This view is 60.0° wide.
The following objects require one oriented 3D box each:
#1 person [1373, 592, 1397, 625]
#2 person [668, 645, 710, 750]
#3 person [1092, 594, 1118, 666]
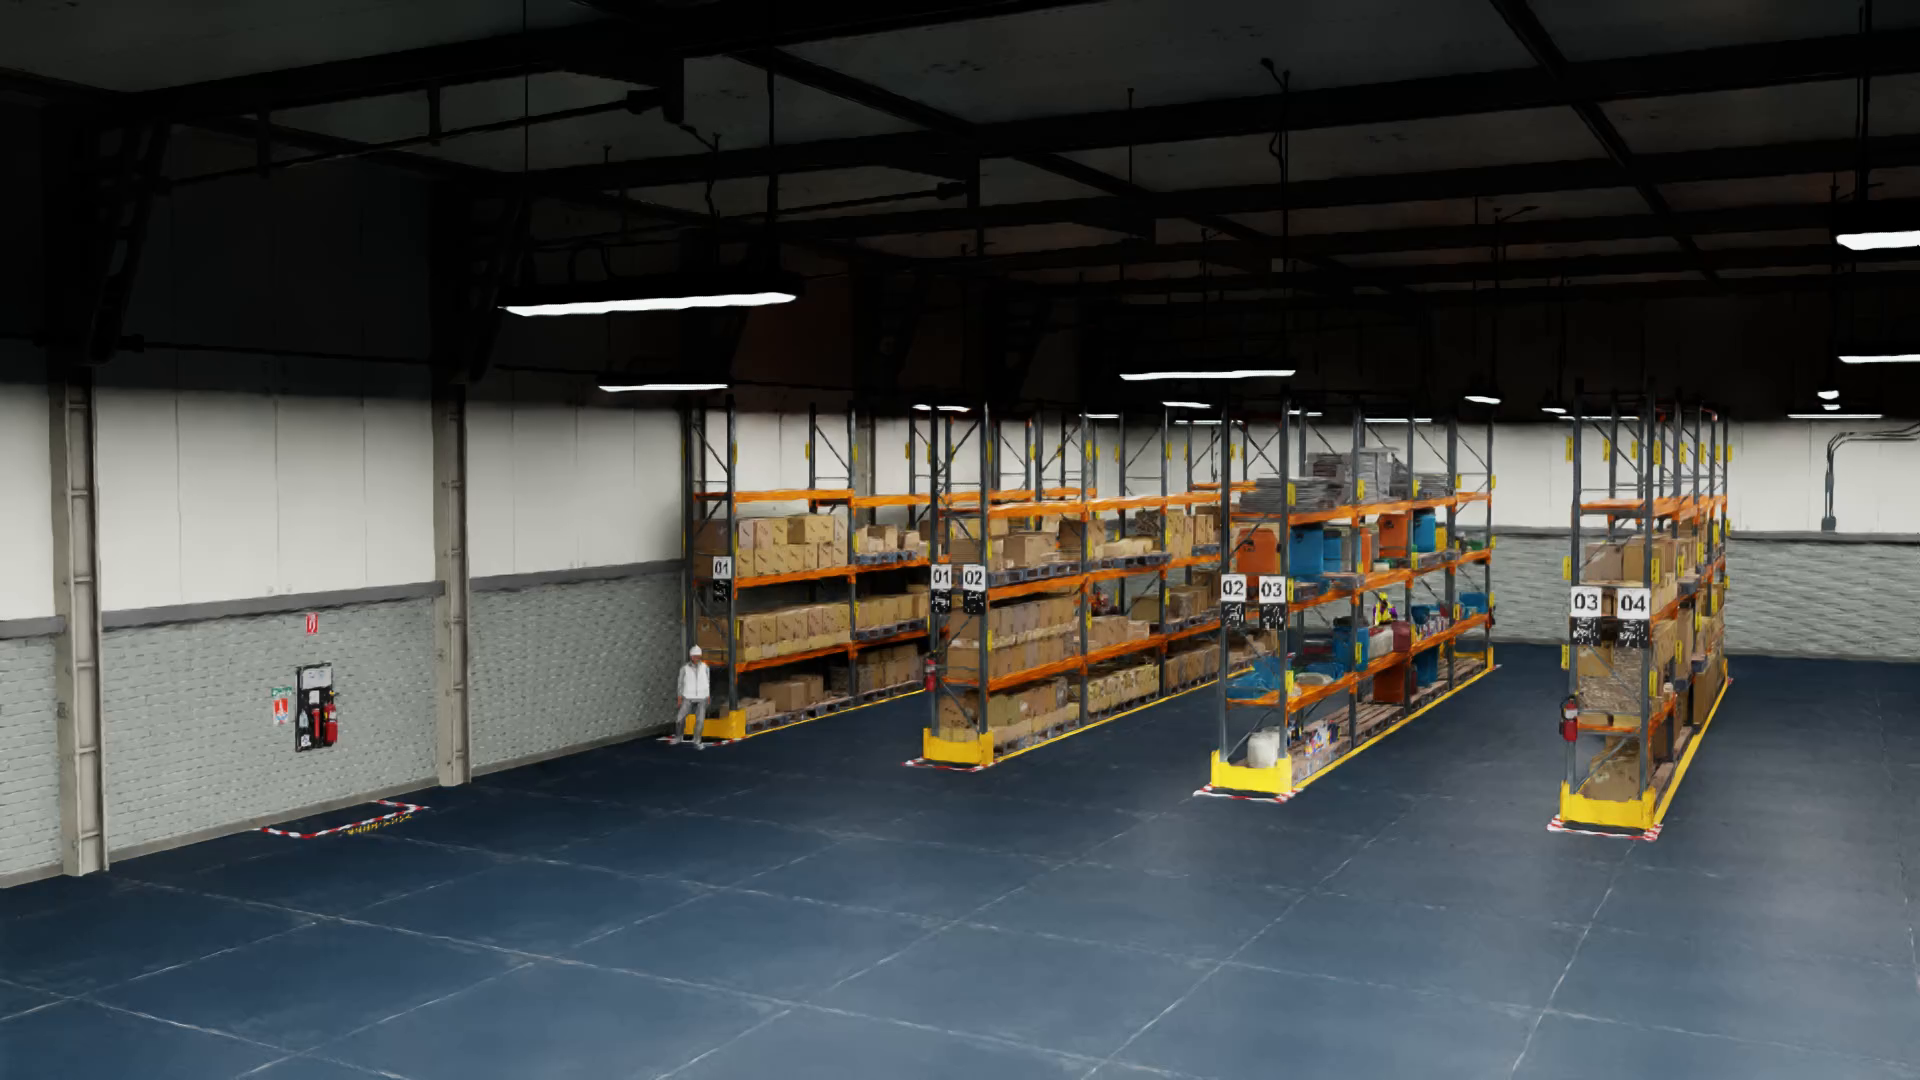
[{"bbox_3d":[10.046,2.074,39.400,0.575,1.689,1.128,1,3,26],"label":"person"},{"bbox_3d":[-4.574,2.644,28.050,0.715,1.763,0.521,-1,3,-14],"label":"person"},{"bbox_3d":[3.394,2.104,38.721,0.729,1.733,0.546,1,3,26],"label":"person"}]
